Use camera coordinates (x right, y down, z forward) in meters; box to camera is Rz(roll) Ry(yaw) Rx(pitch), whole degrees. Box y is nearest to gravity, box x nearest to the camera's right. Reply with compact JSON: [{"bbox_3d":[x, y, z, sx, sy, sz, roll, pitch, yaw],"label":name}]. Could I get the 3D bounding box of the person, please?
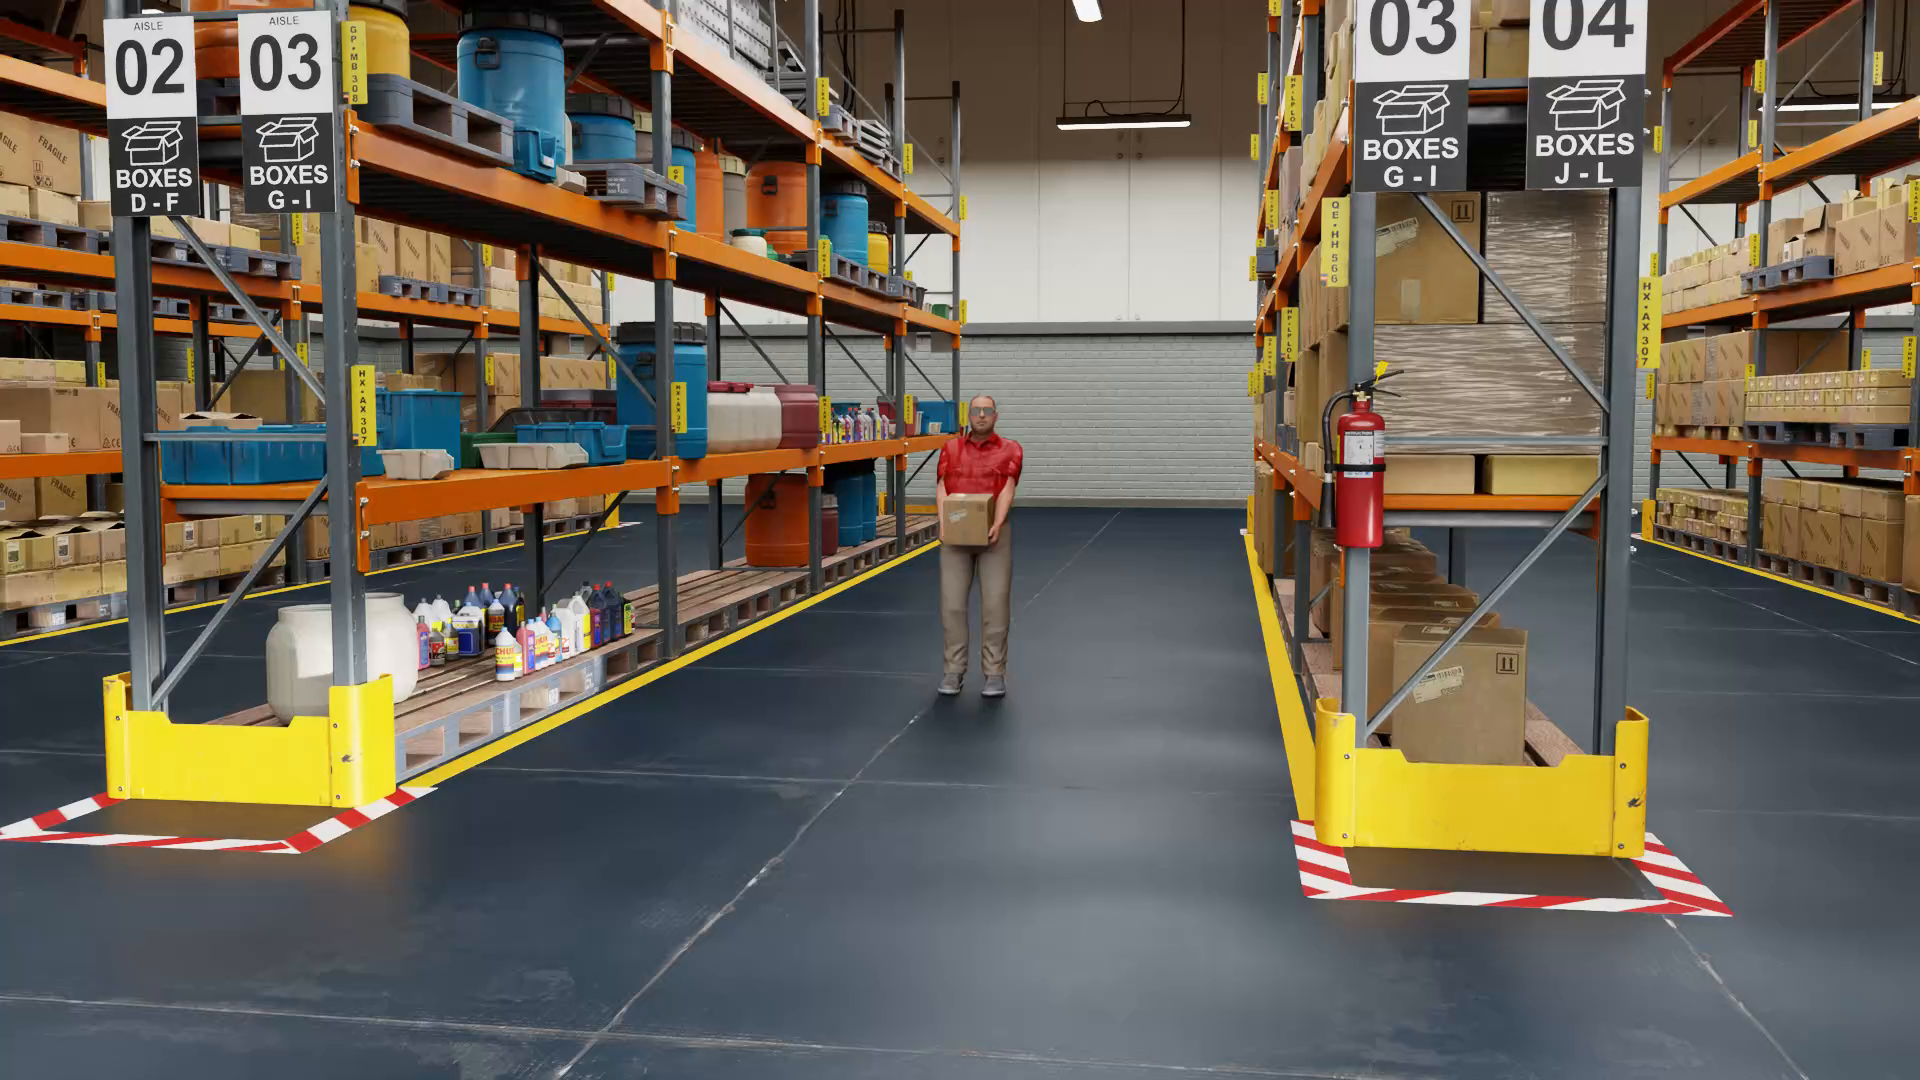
[{"bbox_3d":[0.094,0.026,9.493,0.494,1.714,0.537,1,4,10],"label":"person"}]
